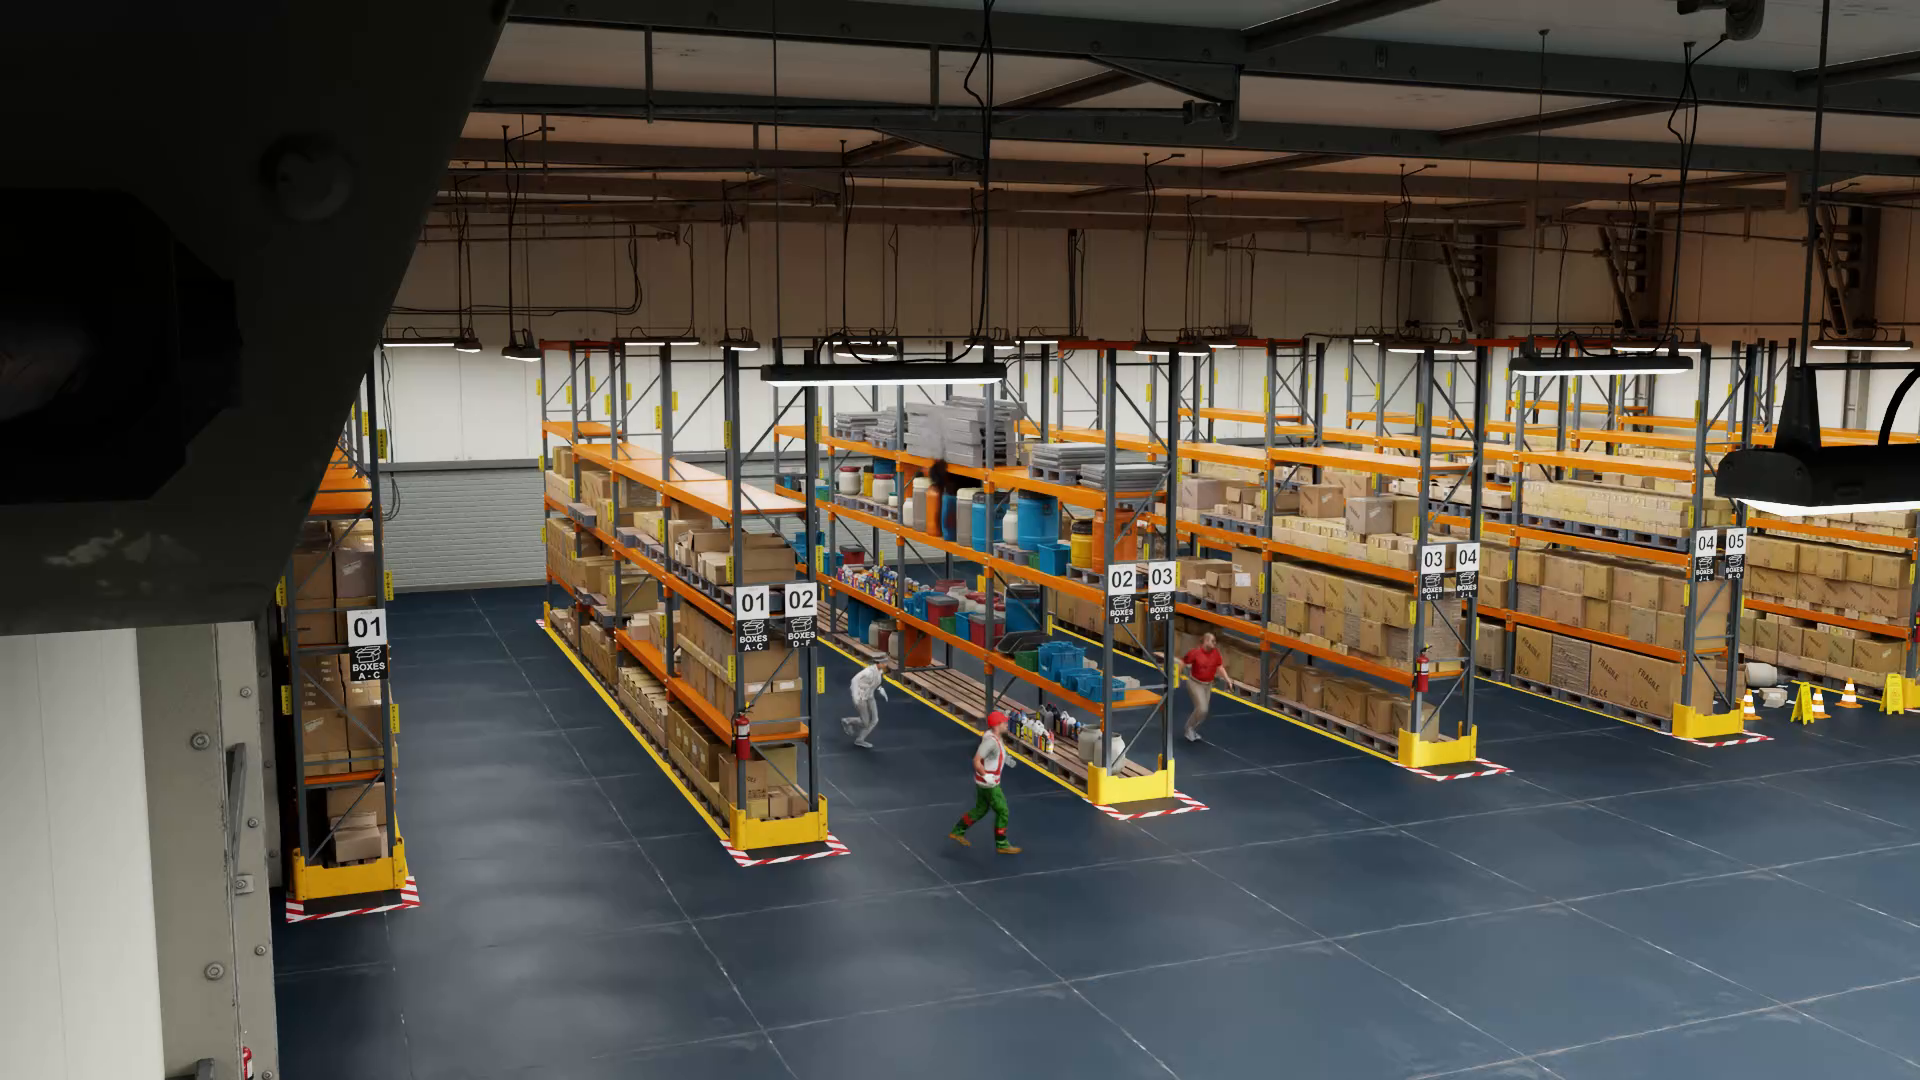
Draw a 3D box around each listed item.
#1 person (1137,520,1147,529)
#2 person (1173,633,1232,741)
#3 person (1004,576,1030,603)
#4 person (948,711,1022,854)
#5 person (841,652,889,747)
[{"bbox_3d":[4.715,-0.206,43.634,0.676,1.792,0.711,2,8,16],"label":"person"},{"bbox_3d":[3.709,2.223,25.167,0.639,1.677,0.801,-5,9,-35],"label":"person"},{"bbox_3d":[1.173,1.362,32.381,0.629,1.470,1.027,-1,7,-6],"label":"person"},{"bbox_3d":[0.281,2.886,19.726,0.885,1.758,0.675,1,7,7],"label":"person"},{"bbox_3d":[-1.447,2.385,24.874,0.863,1.482,0.635,5,9,34],"label":"person"}]
